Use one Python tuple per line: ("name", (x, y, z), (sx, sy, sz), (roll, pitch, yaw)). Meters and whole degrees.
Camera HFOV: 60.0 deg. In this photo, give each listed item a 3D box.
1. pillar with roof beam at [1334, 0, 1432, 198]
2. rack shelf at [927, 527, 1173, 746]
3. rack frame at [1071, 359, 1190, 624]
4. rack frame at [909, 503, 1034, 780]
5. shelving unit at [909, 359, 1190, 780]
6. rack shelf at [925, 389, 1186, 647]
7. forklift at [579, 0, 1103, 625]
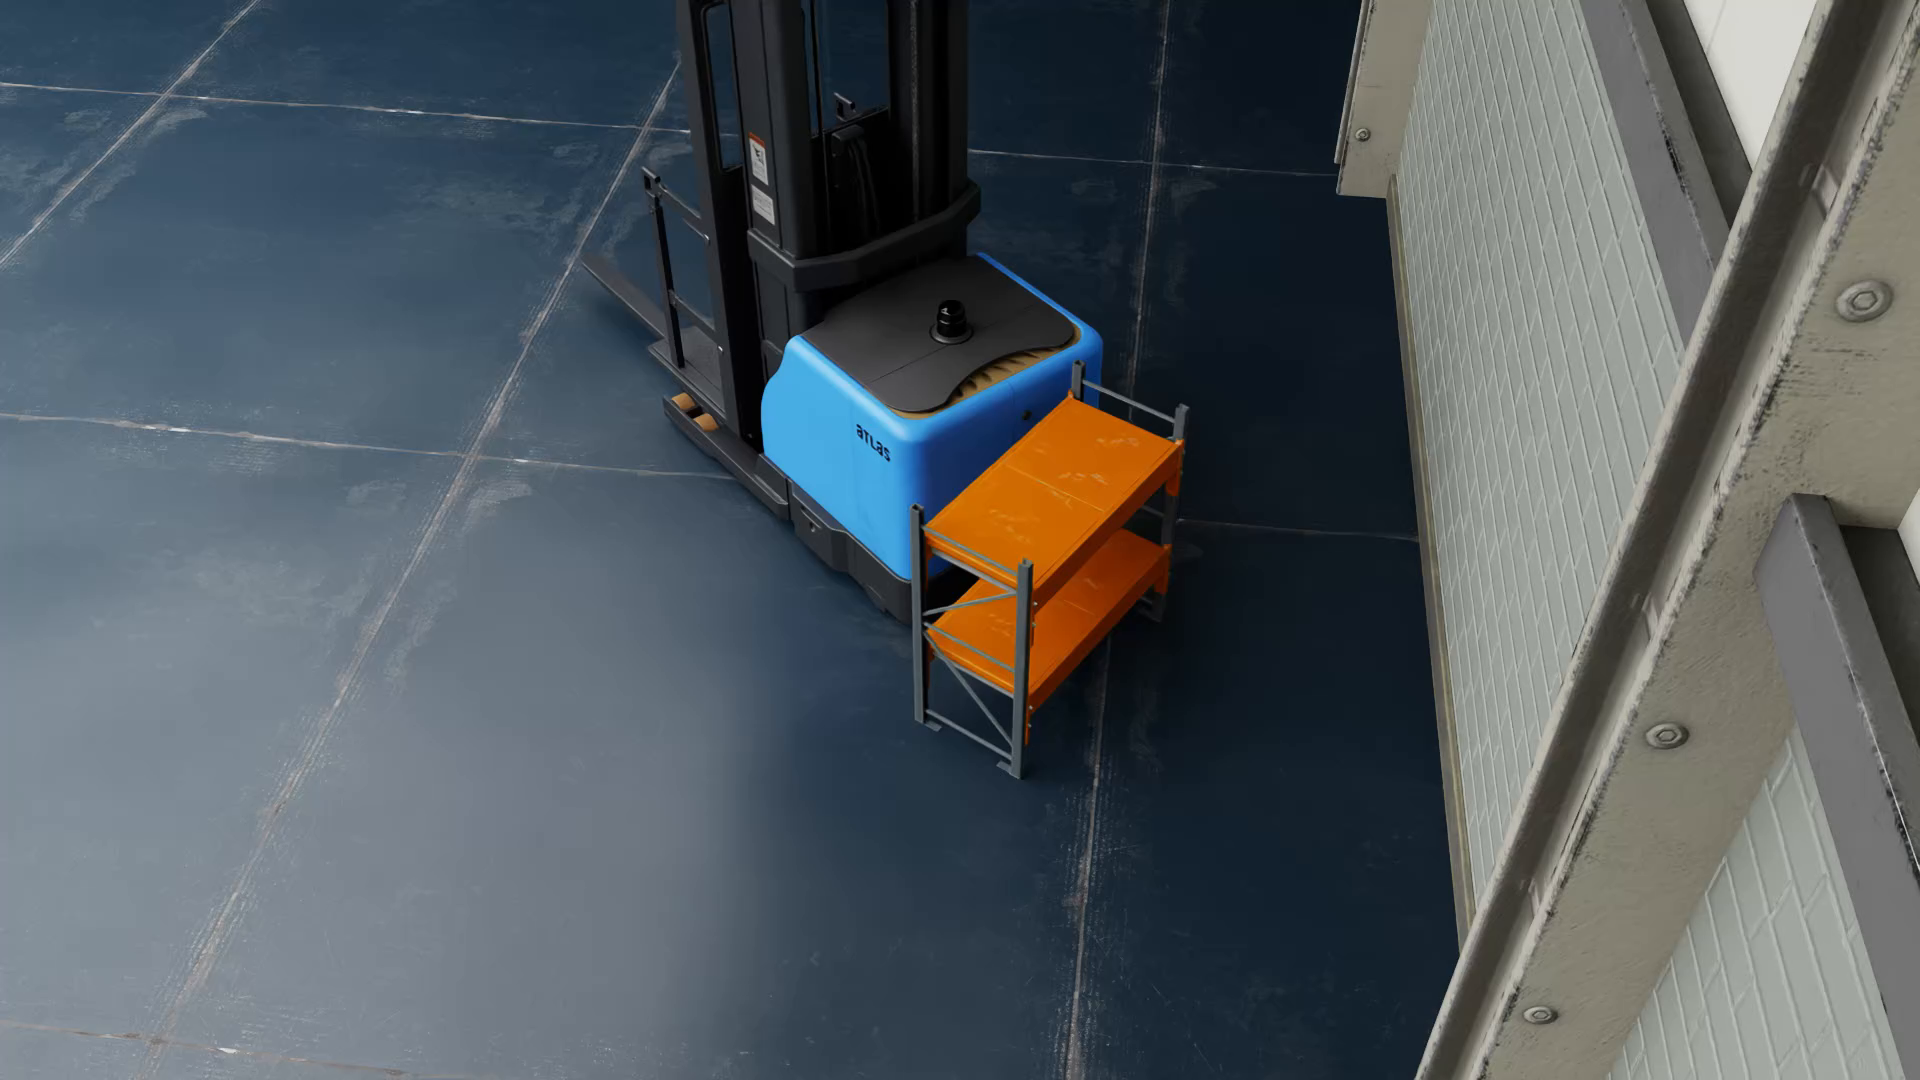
("pillar with roof beam", (-1.984, -5.709, 6.735), (9.100, 9.000, 0.400), (5, 44, 6))
("rack shelf", (0.337, 0.286, 6.485), (0.538, 0.278, 1.000), (27, 50, 26))
("rack frame", (0.639, -0.173, 6.614), (0.500, 1.125, 0.032), (27, 50, 26))
("rack frame", (0.035, 0.390, 6.020), (0.500, 1.125, 0.032), (27, 50, 26))
("shelving unit", (0.337, 0.108, 6.317), (0.538, 1.125, 1.048), (27, 50, 26))
("rack shelf", (0.337, -0.104, 6.116), (0.538, 0.278, 1.000), (27, 50, 26))
("forklift", (-0.730, -1.673, 6.885), (1.130, 2.935, 3.031), (-29, 50, -27))
